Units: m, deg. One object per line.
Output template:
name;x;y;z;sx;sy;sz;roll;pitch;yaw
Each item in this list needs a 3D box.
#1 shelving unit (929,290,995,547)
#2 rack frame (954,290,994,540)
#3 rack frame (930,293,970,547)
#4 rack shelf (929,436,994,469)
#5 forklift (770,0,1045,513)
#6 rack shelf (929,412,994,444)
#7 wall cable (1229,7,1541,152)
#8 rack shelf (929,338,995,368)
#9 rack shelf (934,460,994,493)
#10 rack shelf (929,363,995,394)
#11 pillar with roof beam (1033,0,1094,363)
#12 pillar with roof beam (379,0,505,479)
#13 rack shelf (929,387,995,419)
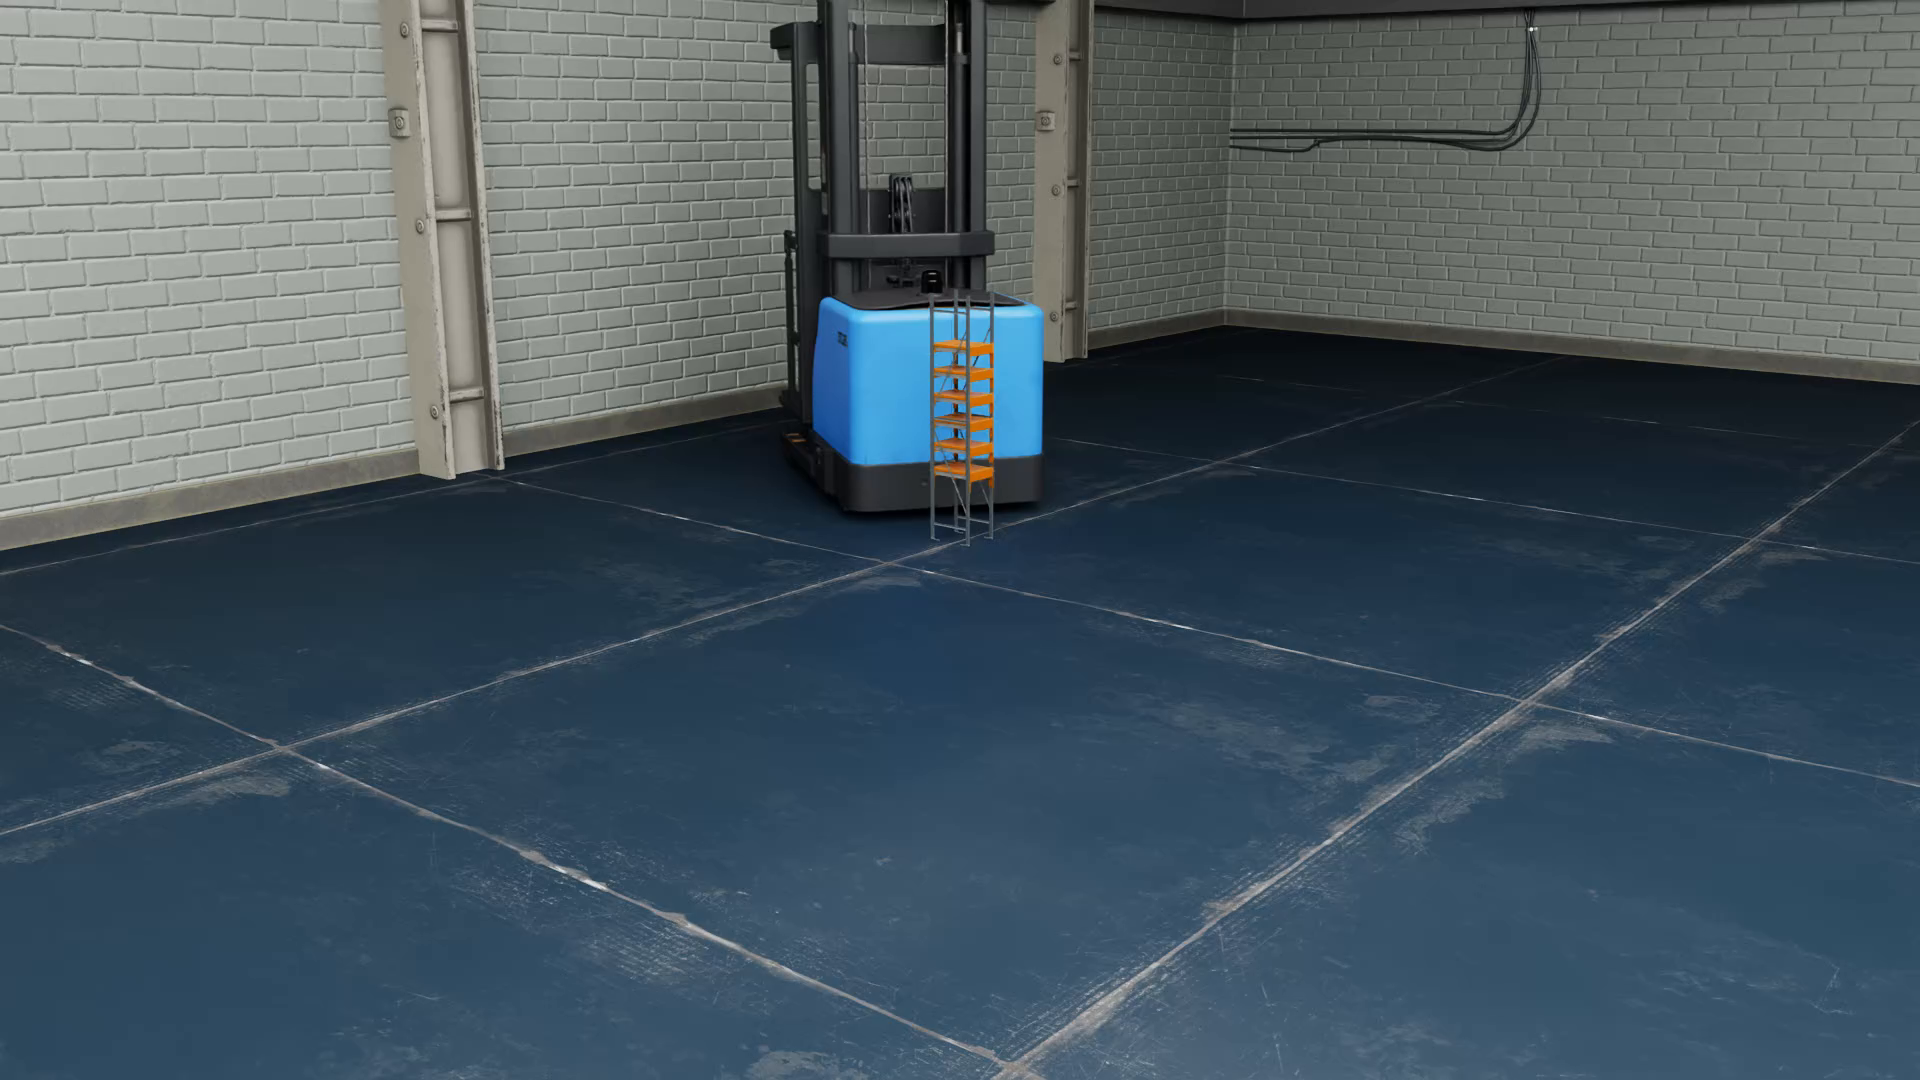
shelving unit;0.009;-0.584;7.986;0.258;1.200;0.189;11;18;38
rack frame;0.067;-0.602;8.055;0.240;1.200;0.006;11;18;38
rack frame;-0.048;-0.567;7.917;0.240;1.200;0.006;11;18;38
rack shelf;0.009;-0.425;8.027;0.258;0.103;0.180;11;18;38
forklift;-0.455;-1.878;9.564;1.130;2.935;3.031;-4;15;-16
rack shelf;0.009;-0.541;7.997;0.258;0.103;0.180;11;18;38
wall cable;3.737;-4.771;14.935;3.097;2.526;0.112;11;18;38
rack shelf;0.009;-0.890;7.908;0.258;0.103;0.180;11;18;38
rack shelf;0.009;-0.309;8.056;0.258;0.103;0.180;11;18;38
rack shelf;0.009;-0.774;7.938;0.258;0.103;0.180;11;18;38
pillar with roof beam;4.205;-5.251;10.515;9.100;9.000;0.400;11;18;38
pillar with roof beam;0.434;-4.102;5.992;9.100;9.000;0.400;11;18;38
rack shelf;0.009;-0.658;7.968;0.258;0.103;0.180;11;18;38
